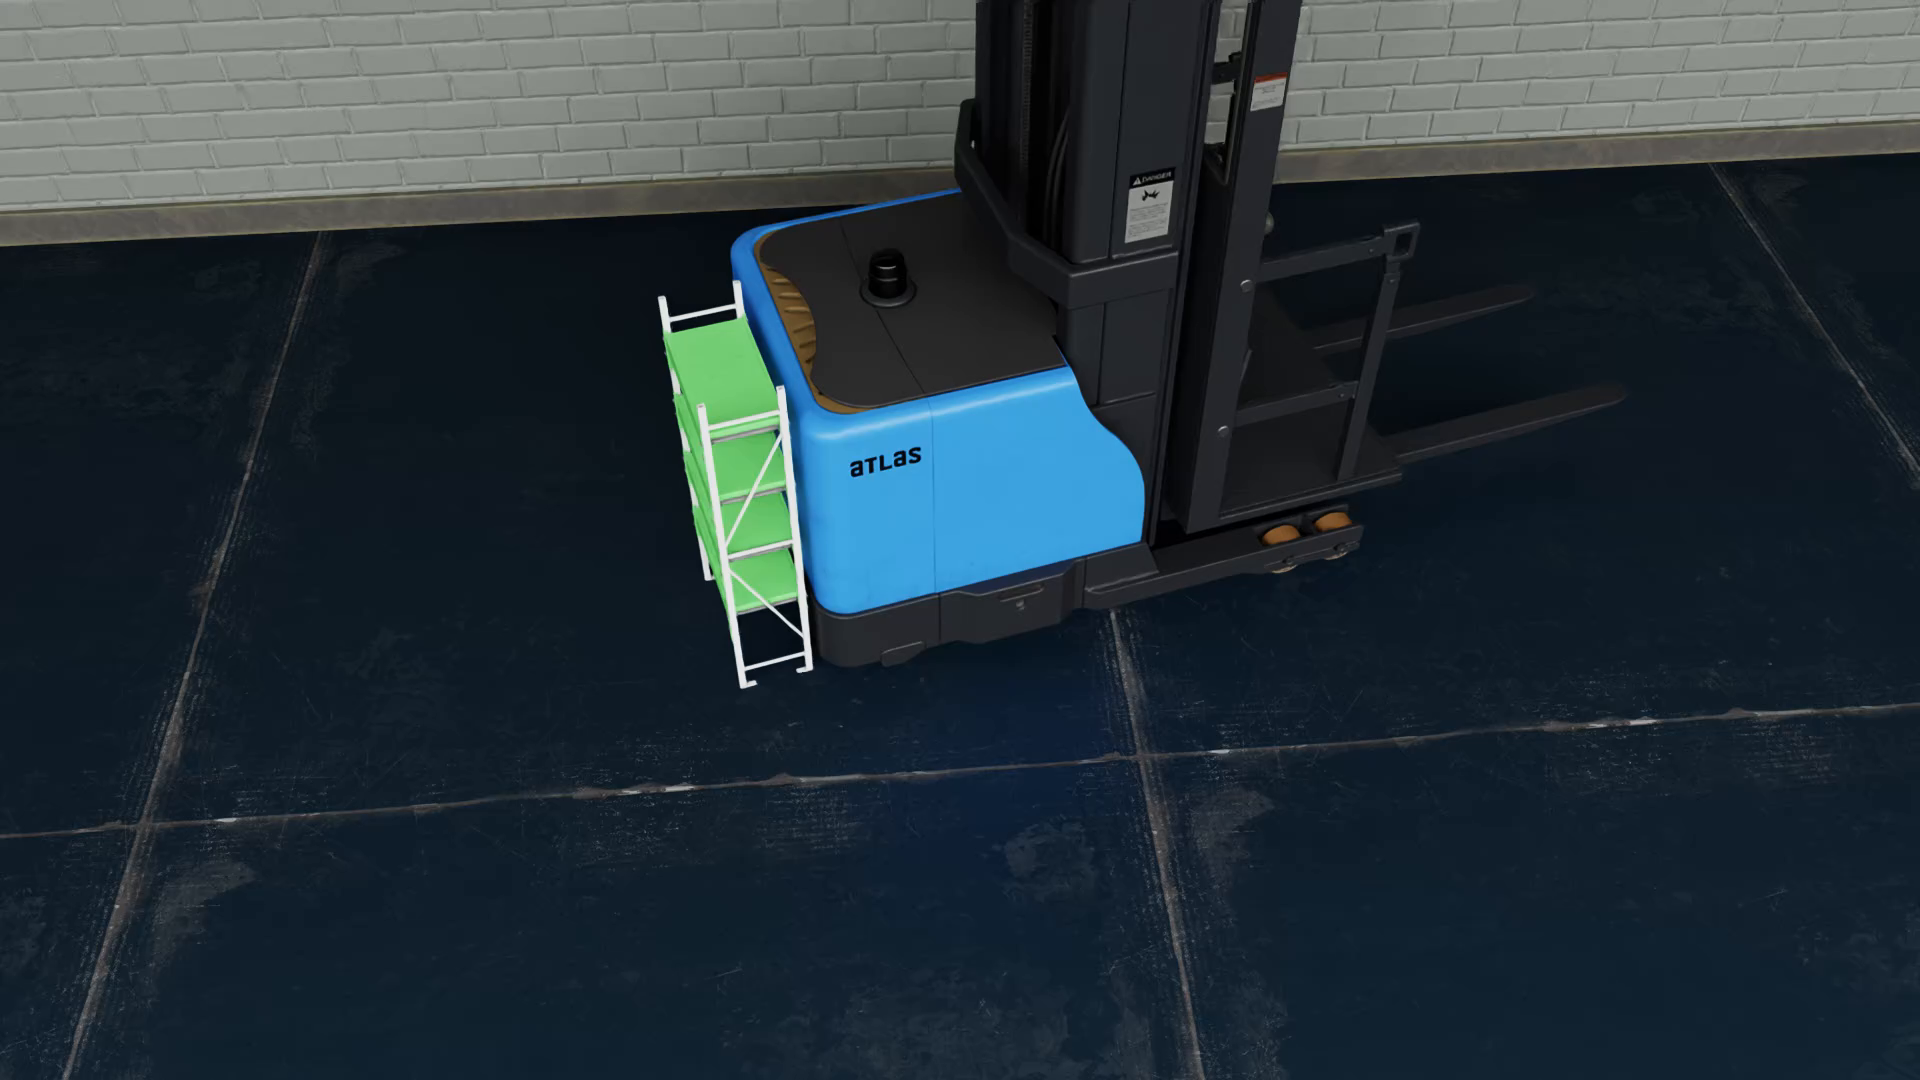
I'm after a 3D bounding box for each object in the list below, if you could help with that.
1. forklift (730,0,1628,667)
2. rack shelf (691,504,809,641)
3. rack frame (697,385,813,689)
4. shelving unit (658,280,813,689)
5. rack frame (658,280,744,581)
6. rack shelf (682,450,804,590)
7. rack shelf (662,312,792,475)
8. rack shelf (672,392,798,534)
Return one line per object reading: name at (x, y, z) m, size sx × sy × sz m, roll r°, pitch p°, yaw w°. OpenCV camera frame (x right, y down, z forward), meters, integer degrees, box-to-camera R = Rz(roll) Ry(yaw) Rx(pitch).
forklift at (0.844, -1.247, 4.913) m, size 3.031 × 2.935 × 1.130 m, roll -14°, pitch 48°, yaw -13°
rack shelf at (-0.668, 0.070, 5.276) m, size 0.258 × 0.148 × 0.480 m, roll -14°, pitch 48°, yaw -13°
rack frame at (-0.588, 0.028, 4.897) m, size 0.240 × 1.200 × 0.015 m, roll -14°, pitch 48°, yaw -13°
shelving unit at (-0.668, -0.139, 5.056) m, size 0.258 × 1.200 × 0.503 m, roll -14°, pitch 48°, yaw -13°
rack frame at (-0.749, -0.307, 5.214) m, size 0.240 × 1.200 × 0.015 m, roll -14°, pitch 48°, yaw -13°
rack shelf at (-0.668, -0.095, 5.102) m, size 0.258 × 0.148 × 0.480 m, roll -14°, pitch 48°, yaw -13°
rack shelf at (-0.668, -0.425, 4.753) m, size 0.258 × 0.148 × 0.480 m, roll -14°, pitch 48°, yaw -13°
rack shelf at (-0.668, -0.260, 4.928) m, size 0.258 × 0.148 × 0.480 m, roll -14°, pitch 48°, yaw -13°
